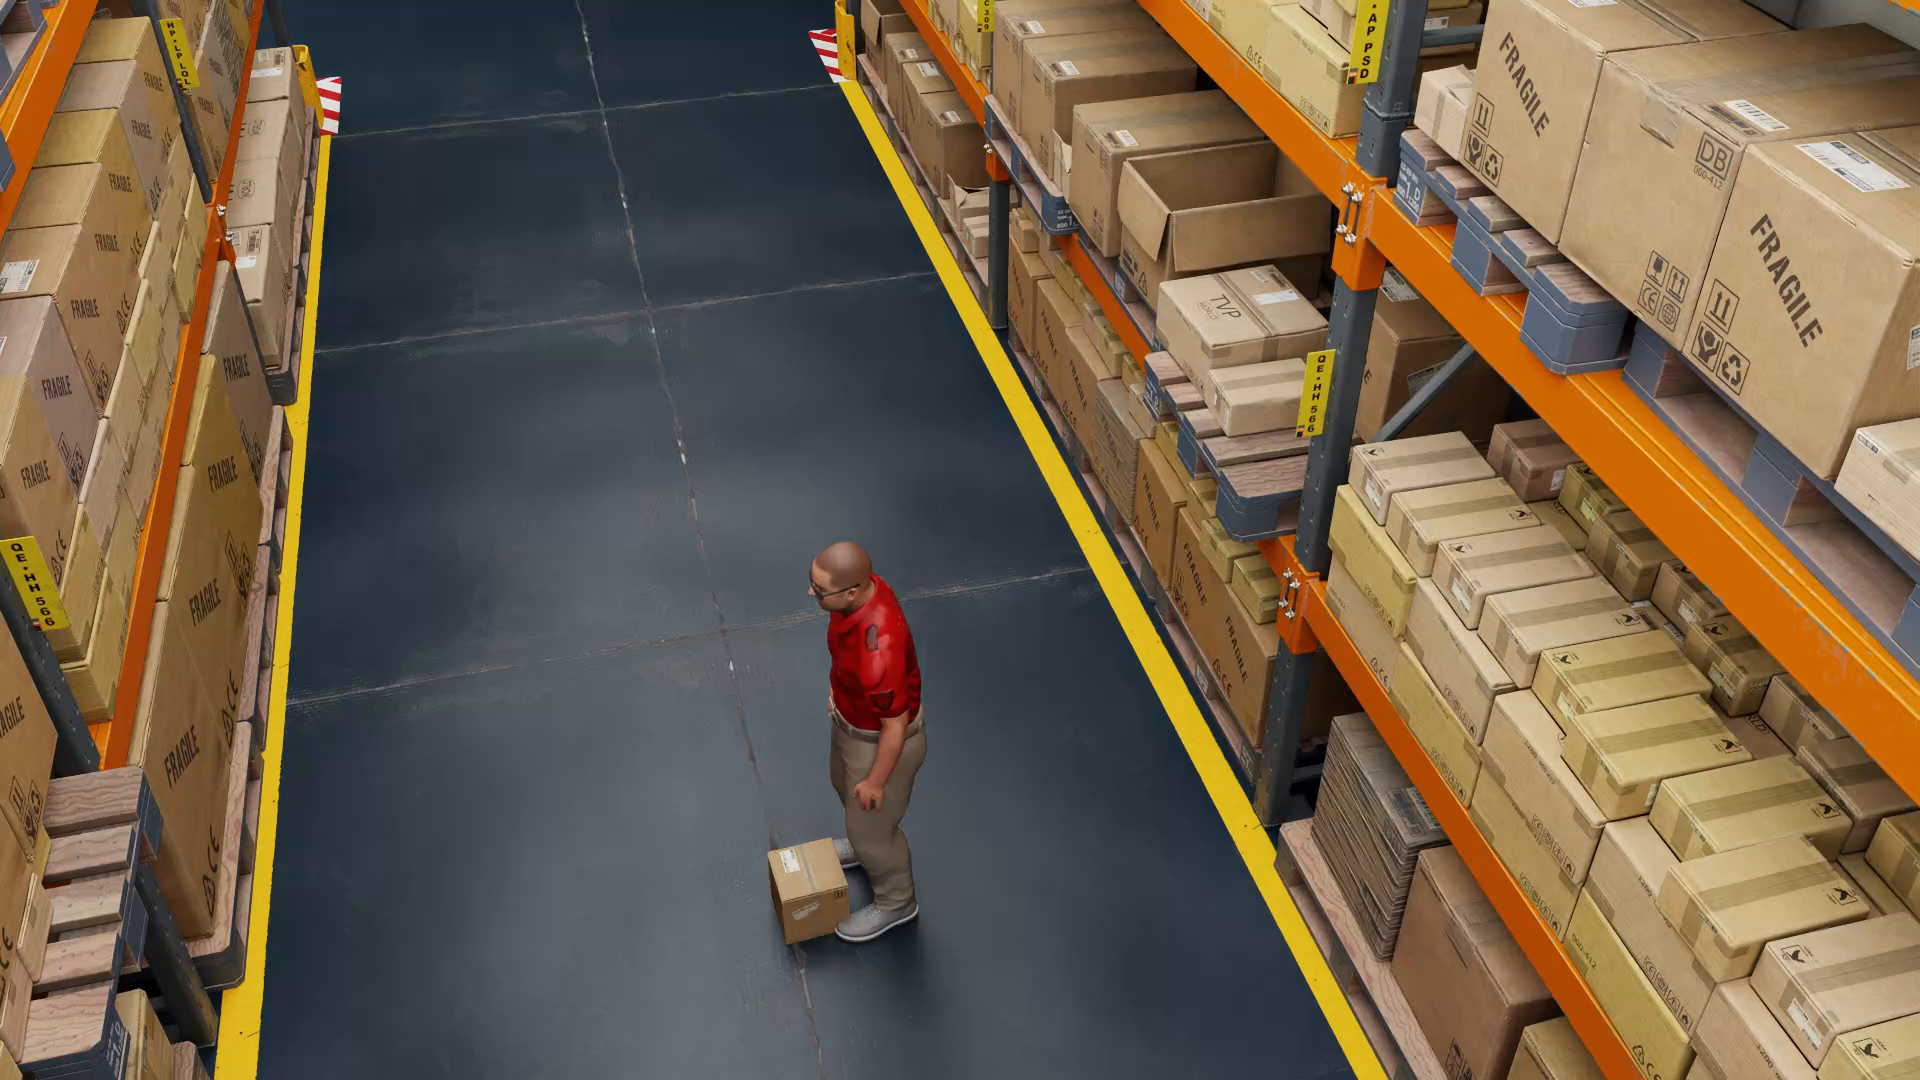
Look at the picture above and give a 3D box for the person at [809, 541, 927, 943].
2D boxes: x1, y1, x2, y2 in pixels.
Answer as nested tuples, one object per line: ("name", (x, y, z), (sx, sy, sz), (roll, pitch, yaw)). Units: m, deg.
("person", (-0.329, 0.682, 5.851), (0.393, 1.727, 0.587), (-9, 39, -11))
